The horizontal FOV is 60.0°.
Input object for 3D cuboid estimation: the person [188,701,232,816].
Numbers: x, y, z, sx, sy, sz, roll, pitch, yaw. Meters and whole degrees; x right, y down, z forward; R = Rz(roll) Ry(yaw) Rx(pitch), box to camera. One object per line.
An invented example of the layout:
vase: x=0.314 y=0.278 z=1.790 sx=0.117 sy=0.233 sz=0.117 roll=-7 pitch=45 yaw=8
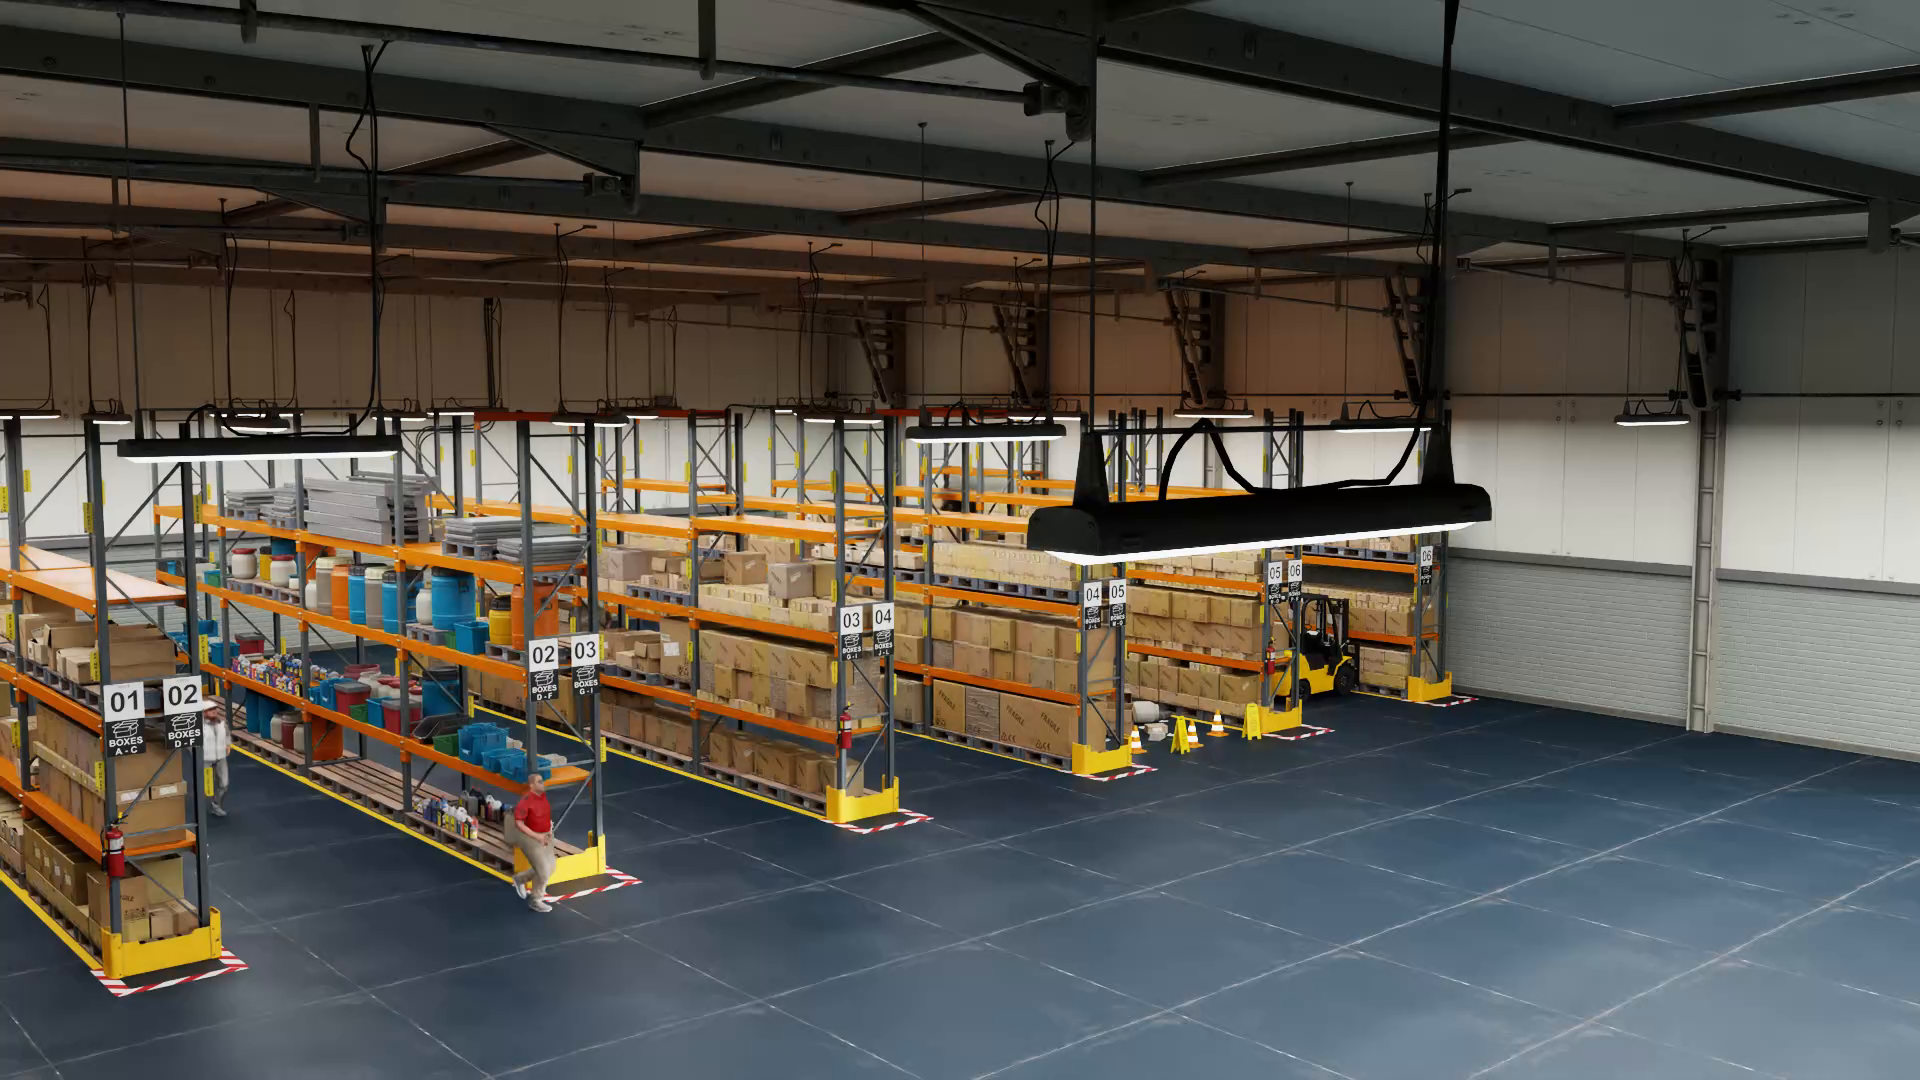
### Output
person: x=-11.308 y=3.280 z=25.094 sx=0.643 sy=1.728 sz=0.678 roll=5 pitch=7 yaw=42

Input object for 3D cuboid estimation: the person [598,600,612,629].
person: x=-8.167 y=2.165 z=37.556 sx=0.692 sy=1.747 sz=0.648 roll=-3 pitch=6 yaw=-29

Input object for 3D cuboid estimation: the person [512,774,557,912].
person: x=-5.267 y=3.703 z=20.461 sx=0.627 sy=1.691 sz=0.692 roll=1 pitch=5 yaw=13
